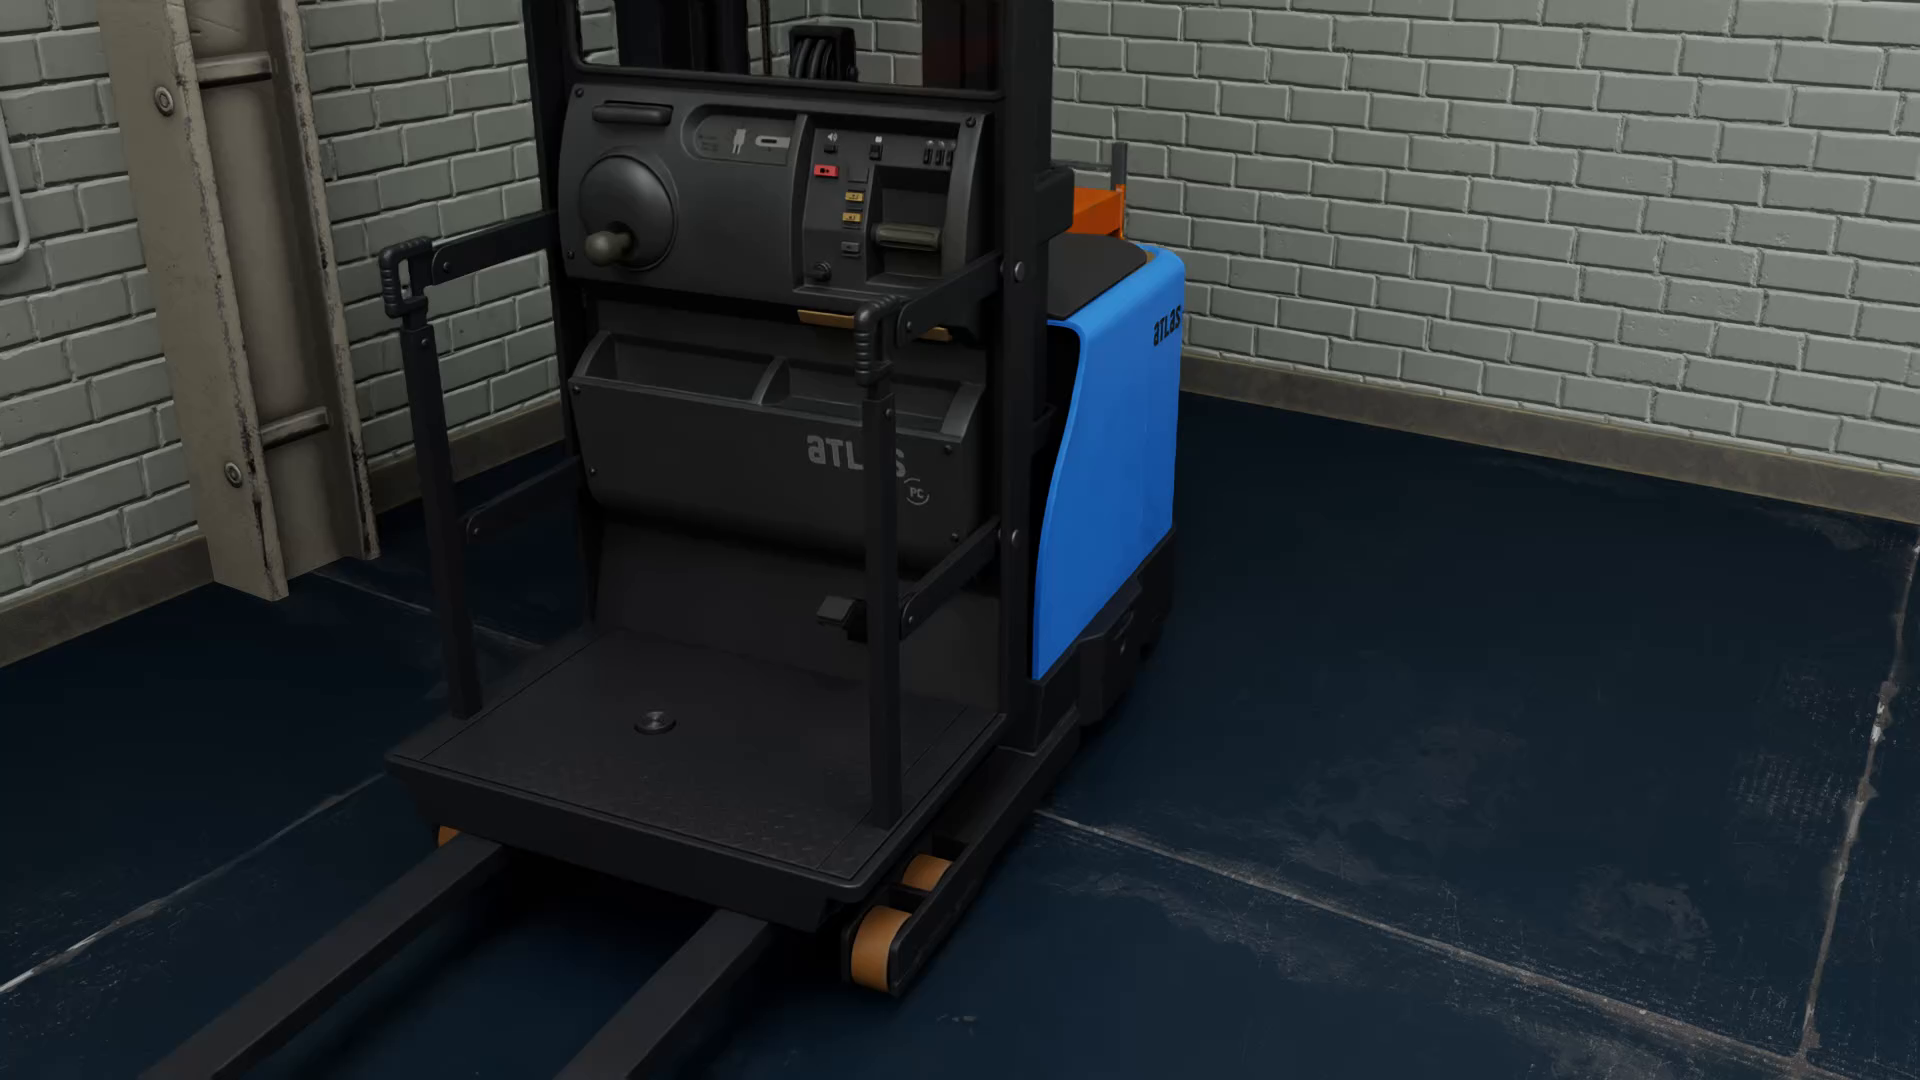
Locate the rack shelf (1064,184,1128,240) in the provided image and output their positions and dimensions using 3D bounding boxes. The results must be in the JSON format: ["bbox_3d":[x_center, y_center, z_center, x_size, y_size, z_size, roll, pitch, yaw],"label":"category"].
[{"bbox_3d":[0.086,-0.902,5.182,0.538,0.278,1.000,11,26,25],"label":"rack shelf"}]

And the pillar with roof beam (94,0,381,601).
[{"bbox_3d":[1.636,-3.147,1.193,9.100,9.000,0.400,14,27,29],"label":"pillar with roof beam"}]

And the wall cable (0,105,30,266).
[{"bbox_3d":[-2.839,-1.301,3.200,0.084,1.984,1.851,14,27,29],"label":"wall cable"}]

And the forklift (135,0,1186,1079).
[{"bbox_3d":[-0.477,-0.663,3.092,1.130,2.935,3.031,10,25,22],"label":"forklift"}]

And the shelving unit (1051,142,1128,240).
[{"bbox_3d":[0.086,-0.634,5.298,0.538,1.125,1.048,11,26,25],"label":"shelving unit"}]

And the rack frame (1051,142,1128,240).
[{"bbox_3d":[0.316,-0.814,5.714,0.500,1.125,0.032,11,26,25],"label":"rack frame"}]
